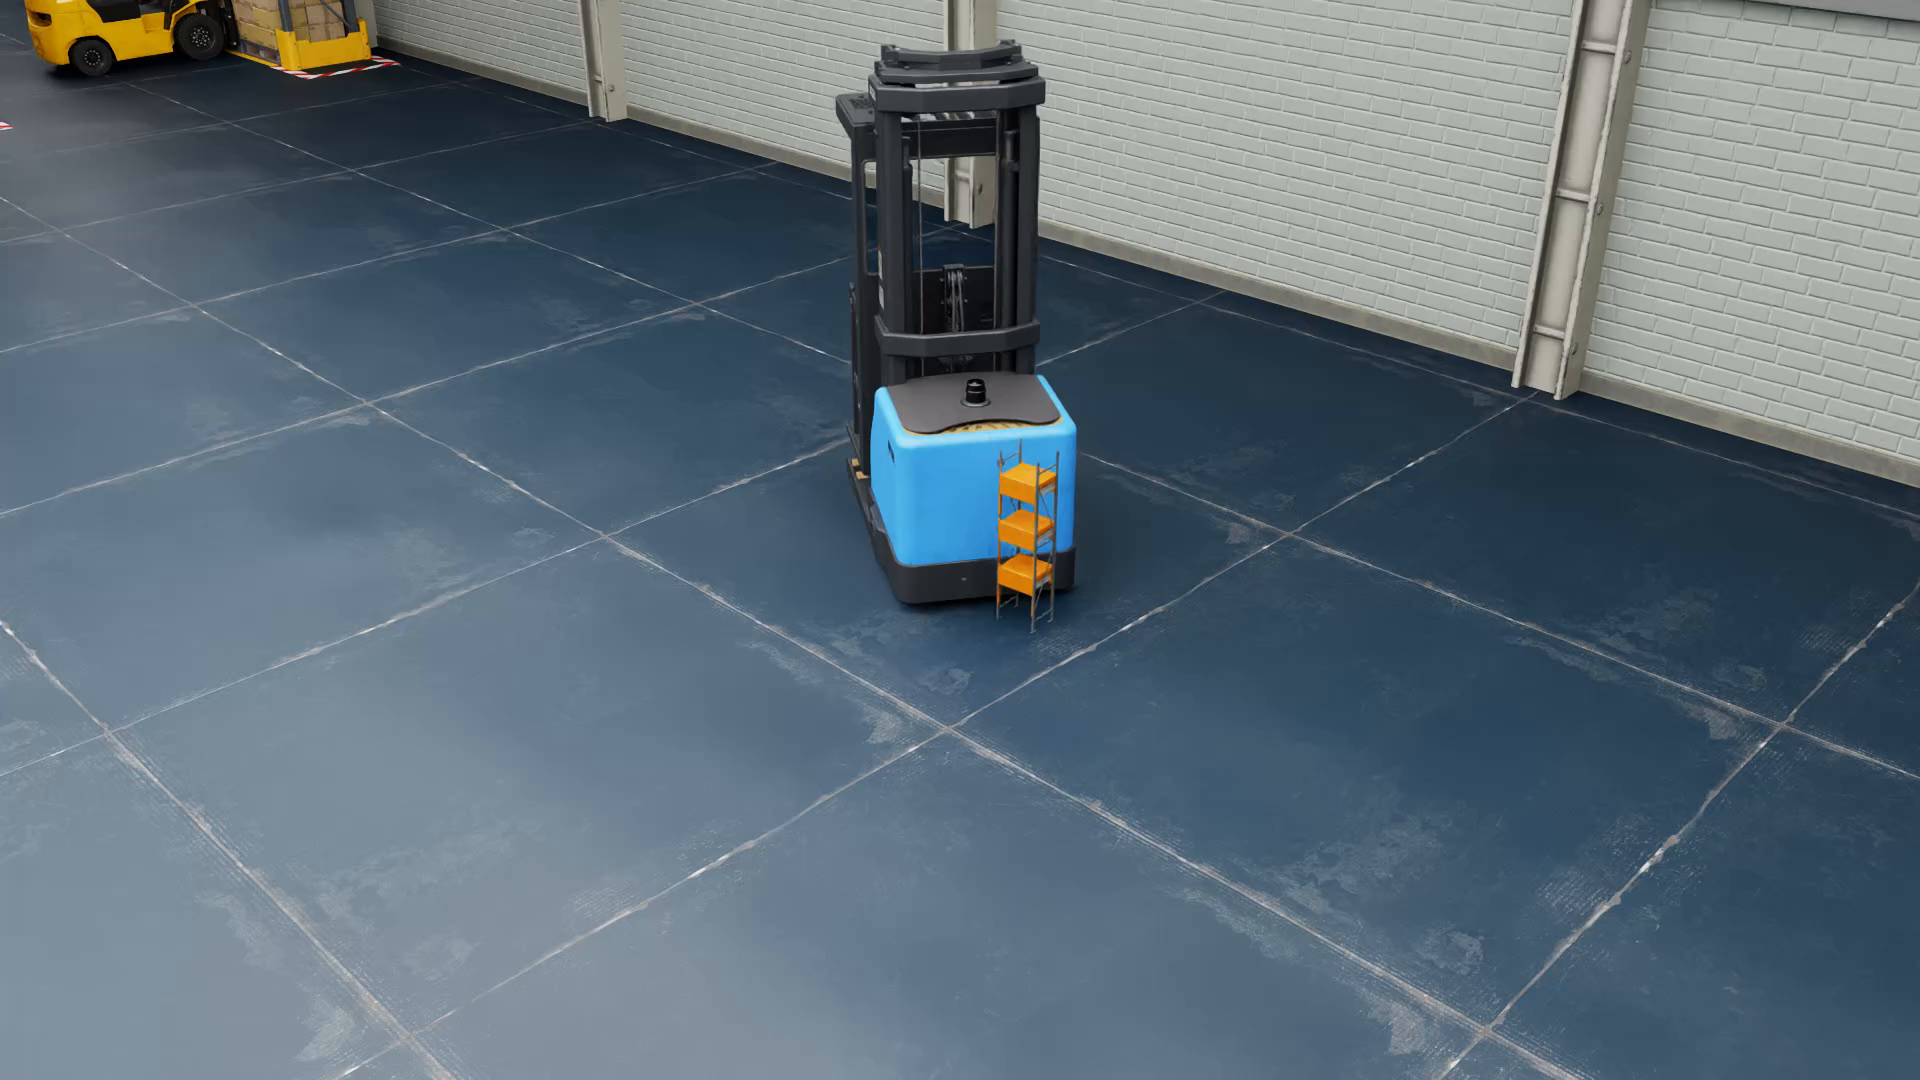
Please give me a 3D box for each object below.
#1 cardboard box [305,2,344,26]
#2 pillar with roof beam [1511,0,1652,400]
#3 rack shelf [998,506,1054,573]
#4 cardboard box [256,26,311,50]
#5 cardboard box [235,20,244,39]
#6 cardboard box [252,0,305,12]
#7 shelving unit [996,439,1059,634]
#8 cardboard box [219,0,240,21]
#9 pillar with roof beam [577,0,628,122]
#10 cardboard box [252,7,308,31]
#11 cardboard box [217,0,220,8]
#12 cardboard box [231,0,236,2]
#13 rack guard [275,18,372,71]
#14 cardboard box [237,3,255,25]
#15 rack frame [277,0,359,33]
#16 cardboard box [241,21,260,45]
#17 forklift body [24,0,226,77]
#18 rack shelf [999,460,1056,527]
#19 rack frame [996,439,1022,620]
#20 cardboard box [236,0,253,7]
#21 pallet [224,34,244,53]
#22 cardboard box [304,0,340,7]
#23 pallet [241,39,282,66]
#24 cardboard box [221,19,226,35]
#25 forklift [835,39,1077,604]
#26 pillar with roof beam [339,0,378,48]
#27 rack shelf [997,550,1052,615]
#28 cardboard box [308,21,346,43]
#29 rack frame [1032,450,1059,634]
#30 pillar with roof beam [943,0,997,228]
[{"bbox_3d":[-8.790,-7.226,22.736,0.500,0.250,0.500,-25,36,-38],"label":"cardboard box"},{"bbox_3d":[1.352,-3.694,7.606,0.400,9.000,9.100,25,36,38],"label":"pillar with roof beam"},{"bbox_3d":[0.369,-0.004,9.152,0.240,0.259,0.215,20,34,32],"label":"rack shelf"},{"bbox_3d":[-9.157,-6.831,22.522,0.500,0.250,0.500,25,37,39],"label":"cardboard box"},{"bbox_3d":[-9.856,-7.163,23.153,0.500,0.250,0.500,-25,37,-39],"label":"cardboard box"},{"bbox_3d":[-9.148,-7.272,22.286,0.500,0.250,0.500,-24,36,-38],"label":"cardboard box"},{"bbox_3d":[0.369,-0.014,9.147,0.252,1.050,0.215,20,34,32],"label":"shelving unit"},{"bbox_3d":[-9.900,-7.388,23.043,0.500,0.250,0.500,24,36,37],"label":"cardboard box"},{"bbox_3d":[-7.205,-7.609,15.052,0.400,9.000,9.100,25,36,38],"label":"pillar with roof beam"},{"bbox_3d":[-9.167,-7.059,22.418,0.500,0.250,0.500,24,36,38],"label":"cardboard box"},{"bbox_3d":[-10.254,-7.552,23.356,0.500,0.250,0.500,24,36,38],"label":"cardboard box"},{"bbox_3d":[-9.883,-7.598,22.906,0.500,0.250,0.500,-25,37,-39],"label":"cardboard box"},{"bbox_3d":[-8.583,-6.700,22.454,0.348,0.500,1.175,25,36,38],"label":"rack guard"},{"bbox_3d":[-9.517,-7.226,22.736,0.500,0.250,0.500,24,36,38],"label":"cardboard box"},{"bbox_3d":[-8.601,-7.814,21.888,0.127,3.000,1.000,25,36,38],"label":"rack frame"},{"bbox_3d":[-9.505,-6.997,22.836,0.500,0.250,0.500,25,36,38],"label":"cardboard box"},{"bbox_3d":[-11.232,-7.452,22.110,1.214,2.155,2.313,25,36,38],"label":"forklift body"},{"bbox_3d":[0.370,-0.255,9.019,0.240,0.259,0.215,20,34,32],"label":"rack shelf"},{"bbox_3d":[0.272,-0.049,9.212,0.008,1.050,0.200,20,34,32],"label":"rack frame"},{"bbox_3d":[-9.516,-7.437,22.599,0.500,0.250,0.500,-25,36,-38],"label":"cardboard box"},{"bbox_3d":[-10.041,-7.213,23.742,1.213,0.211,1.003,25,36,38],"label":"pallet"},{"bbox_3d":[-8.811,-7.445,22.615,0.500,0.250,0.500,24,36,38],"label":"cardboard box"},{"bbox_3d":[-9.175,-6.815,22.985,1.213,0.211,1.003,25,36,38],"label":"pallet"},{"bbox_3d":[-10.242,-7.325,23.461,0.500,0.250,0.500,-24,36,-38],"label":"cardboard box"},{"bbox_3d":[-0.131,-1.604,10.150,1.130,2.935,3.031,-5,28,-10],"label":"forklift"},{"bbox_3d":[-11.483,-9.567,18.775,0.400,9.000,9.100,25,36,38],"label":"pillar with roof beam"},{"bbox_3d":[0.368,0.241,9.282,0.240,0.259,0.215,20,34,32],"label":"rack shelf"},{"bbox_3d":[-8.814,-7.008,22.858,0.500,0.250,0.500,25,37,39],"label":"cardboard box"},{"bbox_3d":[0.465,0.021,9.081,0.008,1.050,0.200,20,34,32],"label":"rack frame"},{"bbox_3d":[-2.927,-5.651,11.329,0.400,9.000,9.100,25,36,38],"label":"pillar with roof beam"}]
